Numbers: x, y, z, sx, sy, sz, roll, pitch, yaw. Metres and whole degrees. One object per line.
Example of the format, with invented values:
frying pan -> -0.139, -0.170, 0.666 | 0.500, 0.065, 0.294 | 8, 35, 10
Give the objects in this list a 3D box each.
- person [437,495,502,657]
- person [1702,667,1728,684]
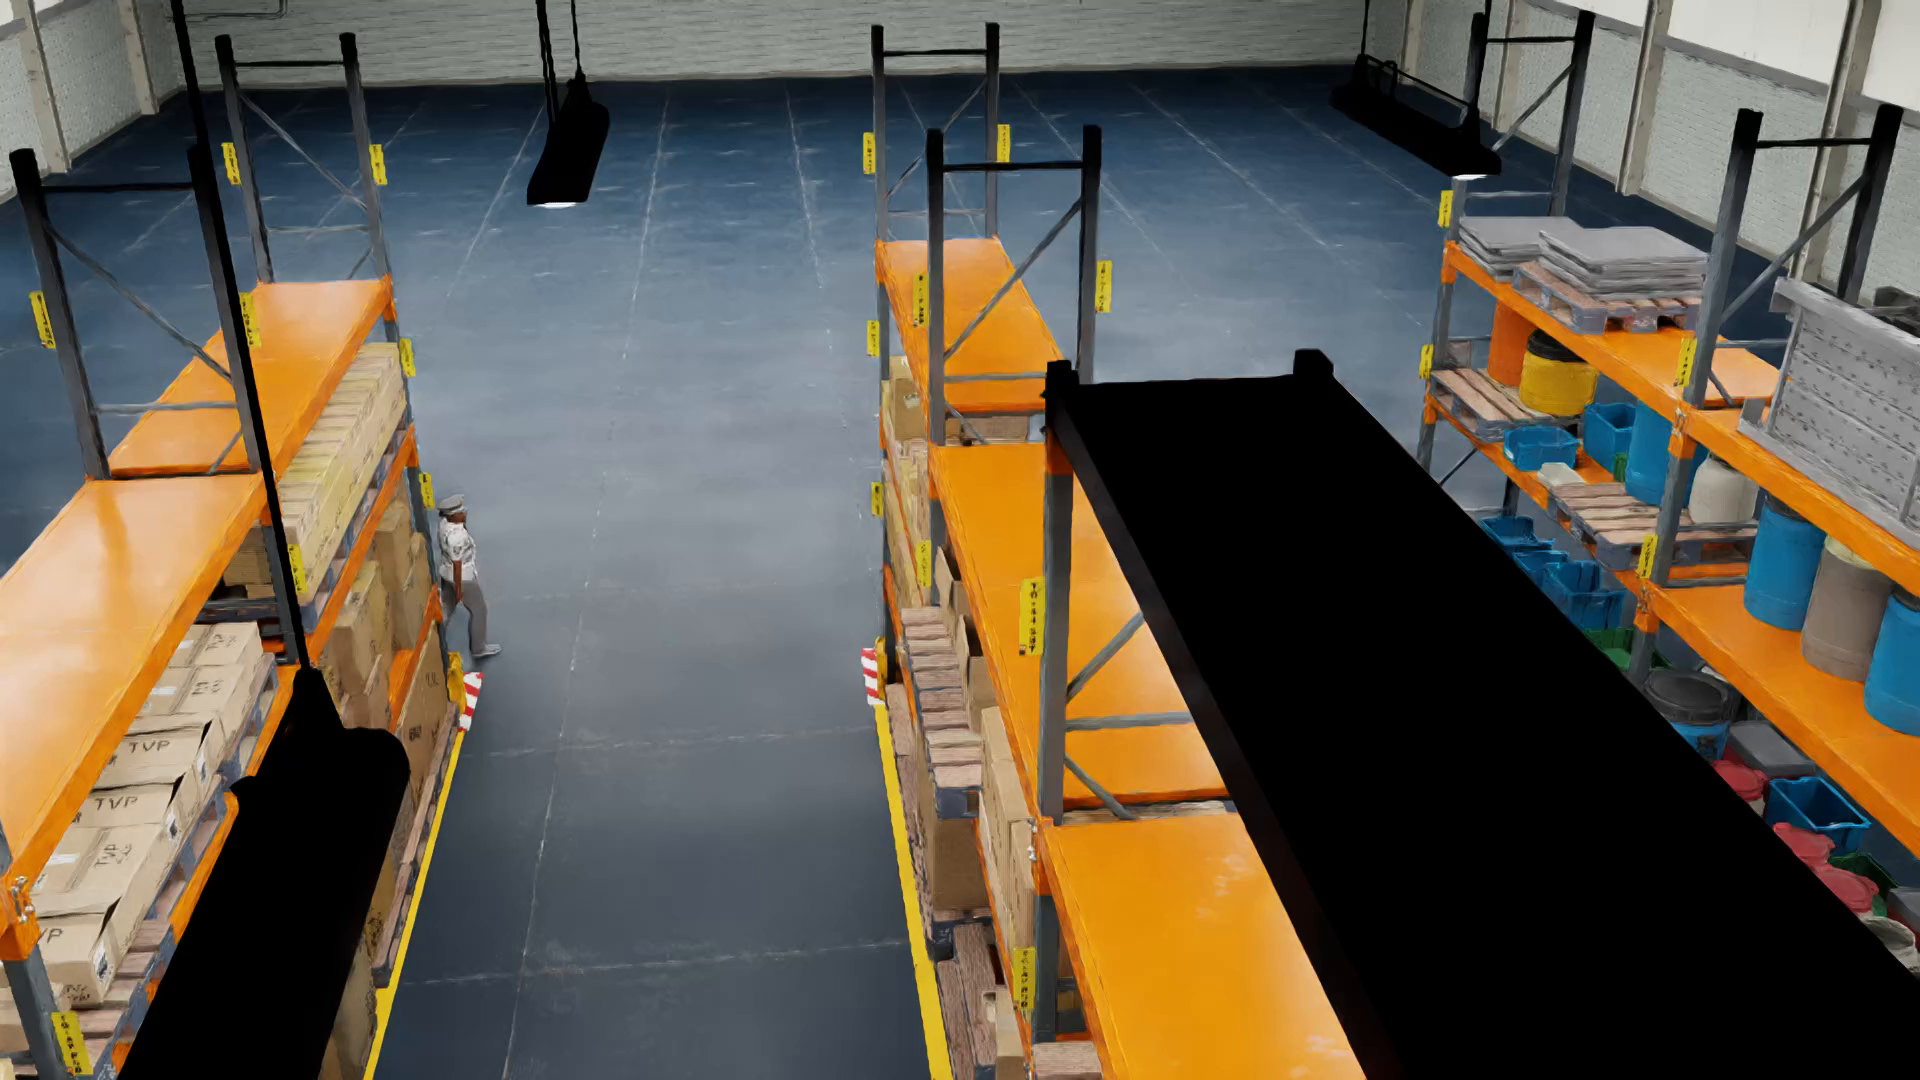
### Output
person -> -4.854, 0.337, 15.880 | 0.626, 1.656, 0.606 | -18, 31, -33
person -> 7.320, 0.742, 15.034 | 0.483, 1.616, 0.995 | -7, 26, -14
